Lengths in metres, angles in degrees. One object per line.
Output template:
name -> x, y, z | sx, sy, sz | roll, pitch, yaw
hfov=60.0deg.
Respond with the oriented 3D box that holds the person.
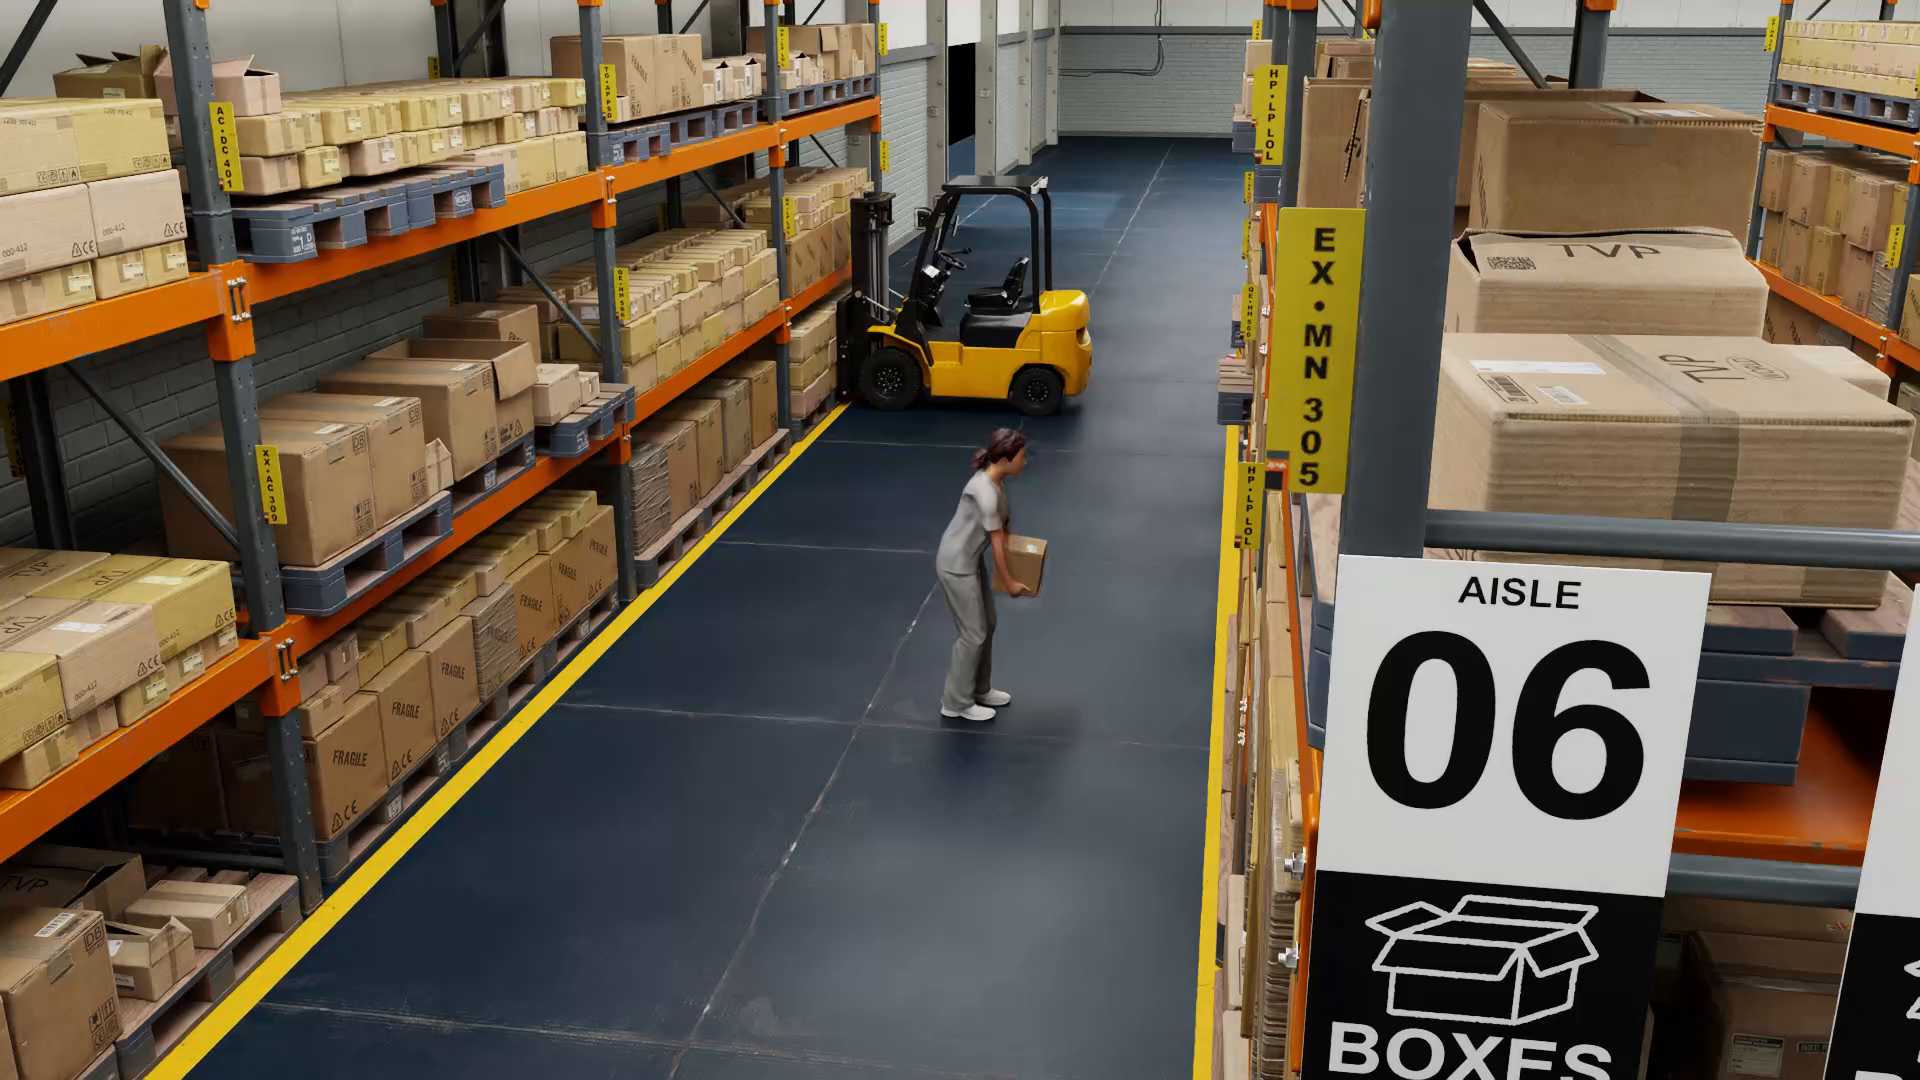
person -> 0.140, 0.177, 9.100 | 0.536, 1.626, 0.405 | 3, 18, 8
